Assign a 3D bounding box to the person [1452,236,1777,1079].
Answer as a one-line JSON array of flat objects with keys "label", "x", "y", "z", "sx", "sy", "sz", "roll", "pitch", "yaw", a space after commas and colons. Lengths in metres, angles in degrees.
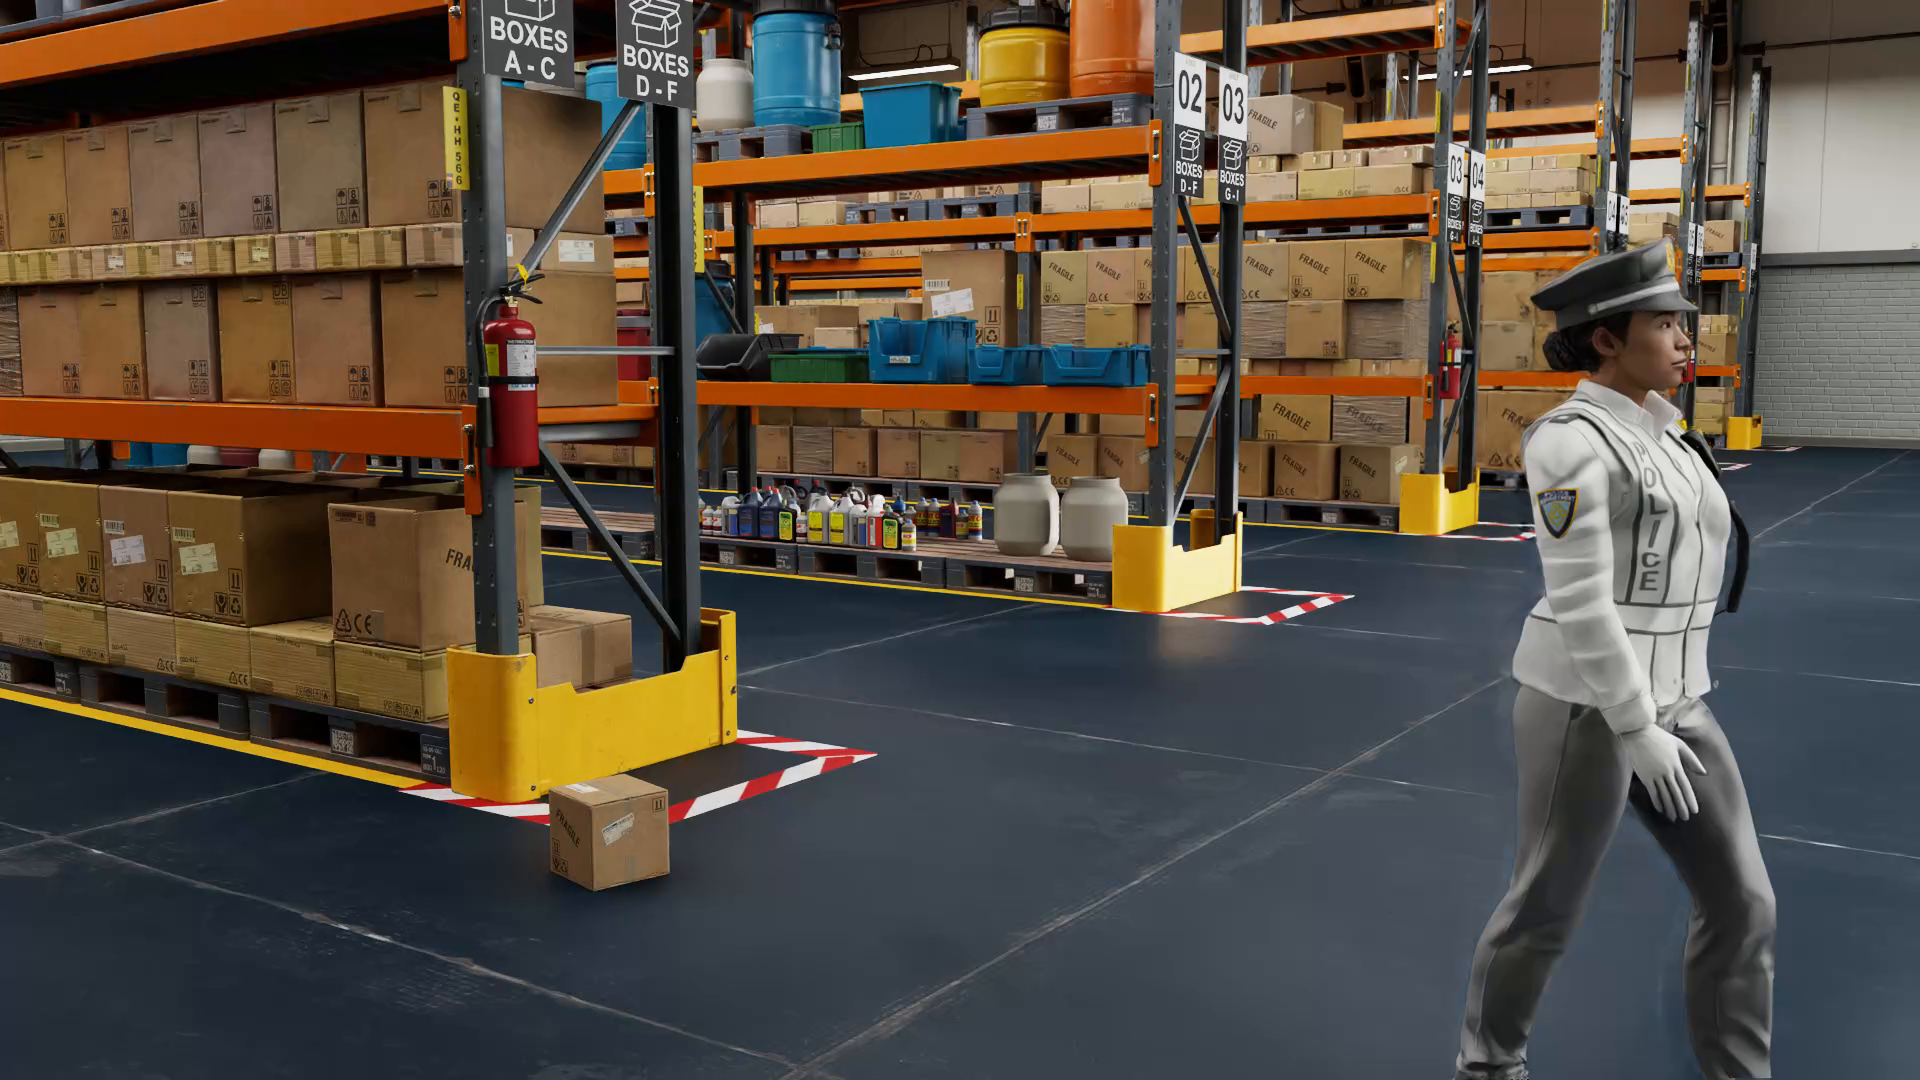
[{"label": "person", "x": 1.214, "y": 0.341, "z": 2.951, "sx": 0.503, "sy": 1.737, "sz": 0.688, "roll": -6, "pitch": 8, "yaw": -41}]
